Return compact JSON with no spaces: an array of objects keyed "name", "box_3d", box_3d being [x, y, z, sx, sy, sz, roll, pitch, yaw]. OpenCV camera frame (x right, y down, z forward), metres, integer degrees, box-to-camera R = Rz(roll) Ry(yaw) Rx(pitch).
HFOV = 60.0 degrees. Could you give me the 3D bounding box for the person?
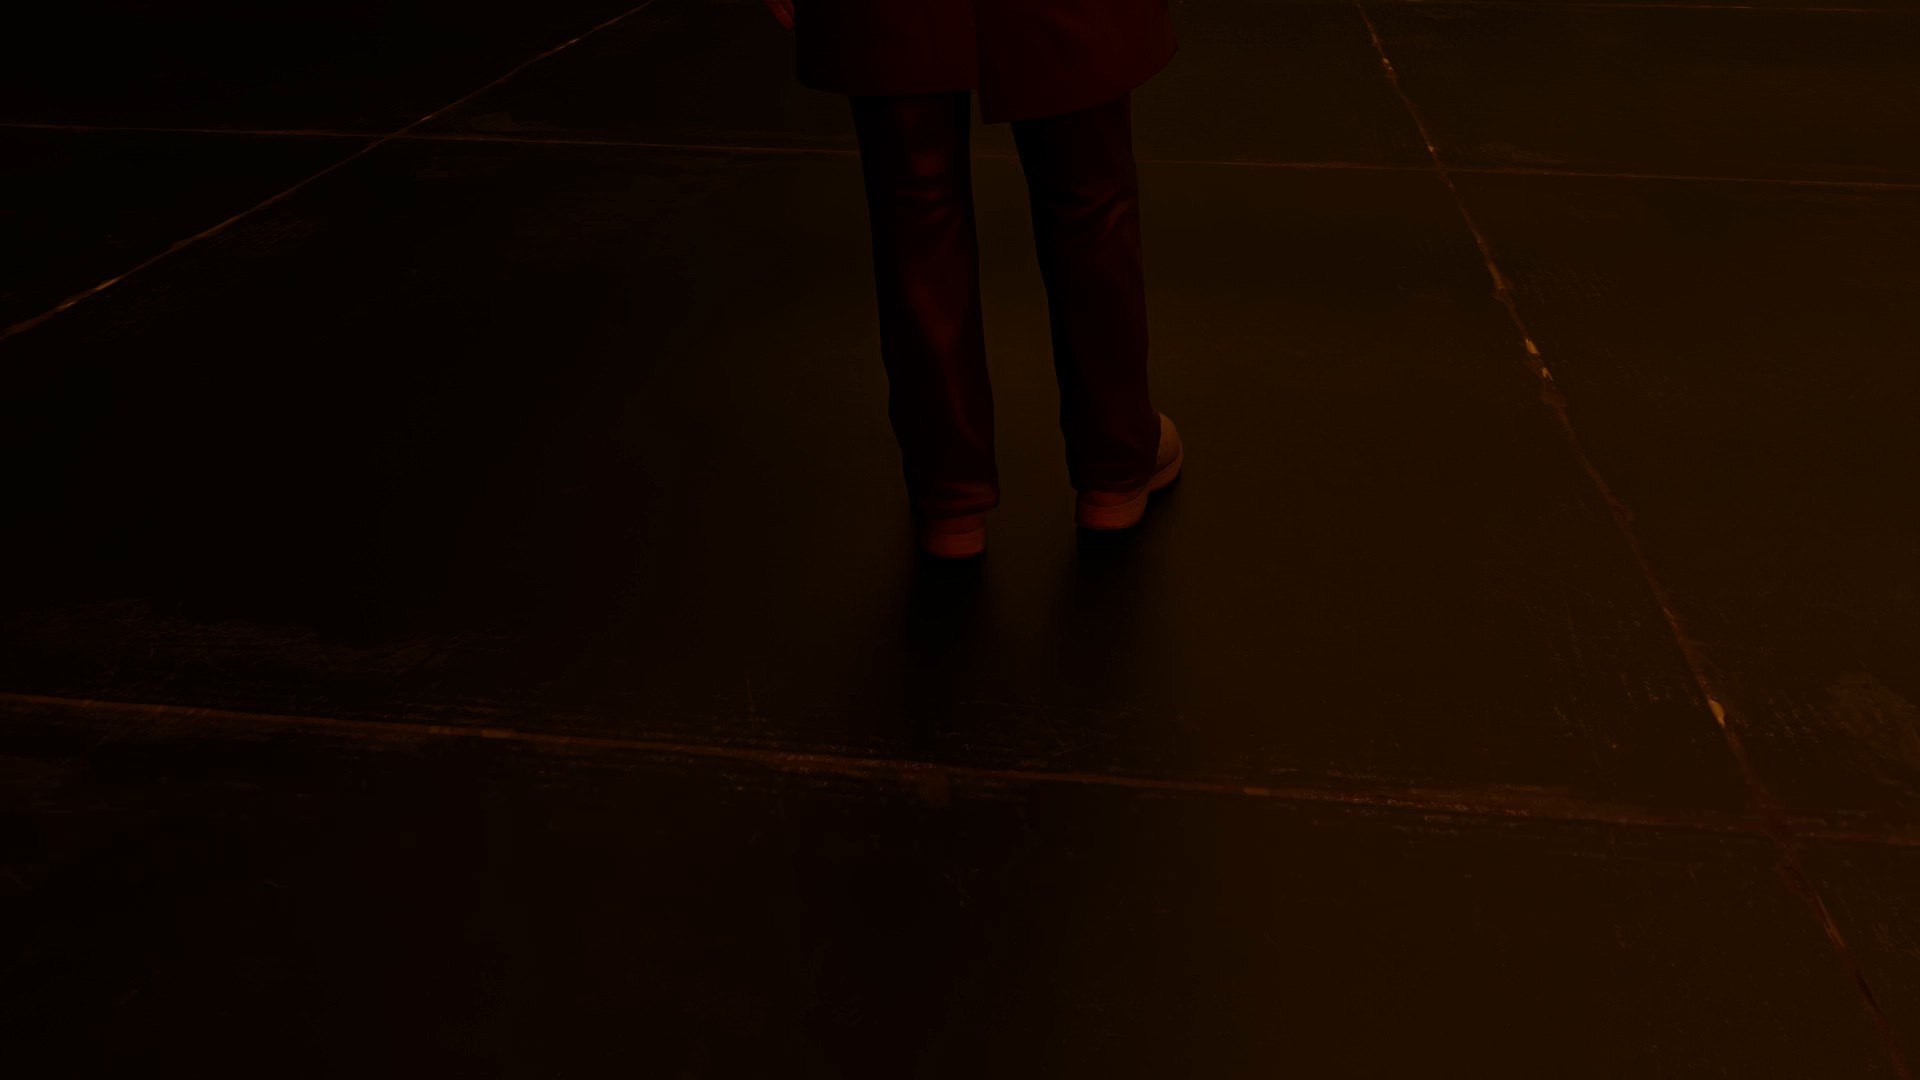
[{"name":"person","box_3d":[0.017,-0.842,2.180,0.697,1.776,0.581,3,27,7]}]
